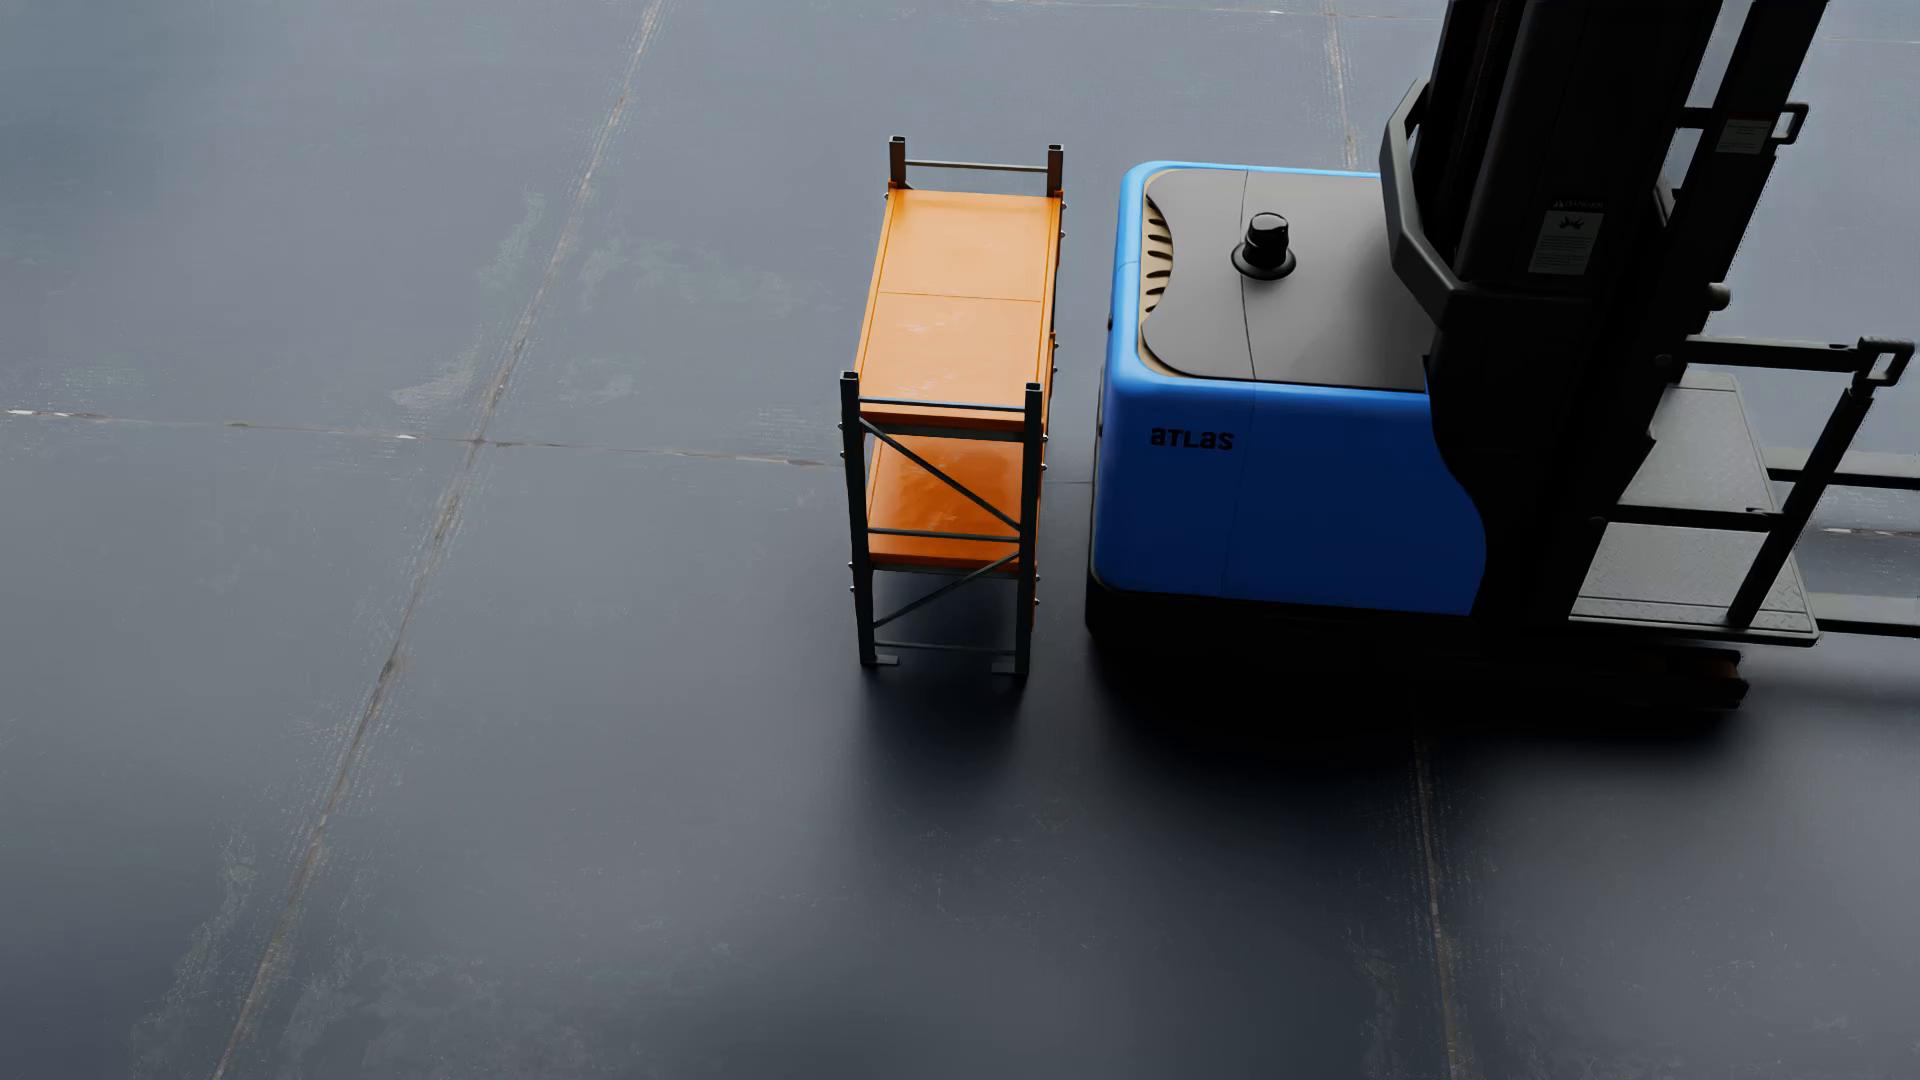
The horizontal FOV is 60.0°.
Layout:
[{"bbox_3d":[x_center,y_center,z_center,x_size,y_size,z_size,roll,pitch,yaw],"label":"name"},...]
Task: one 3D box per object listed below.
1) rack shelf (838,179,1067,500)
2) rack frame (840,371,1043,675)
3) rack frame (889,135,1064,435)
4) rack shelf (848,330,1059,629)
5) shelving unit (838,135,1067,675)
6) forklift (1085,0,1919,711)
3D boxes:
[{"bbox_3d":[0.001,-0.582,4.623,0.538,0.278,1.000,4,48,4],"label":"rack shelf"},{"bbox_3d":[-0.046,-0.011,4.498,0.500,1.125,0.032,4,48,4],"label":"rack frame"},{"bbox_3d":[0.047,-0.758,5.181,0.500,1.125,0.032,4,48,4],"label":"rack frame"},{"bbox_3d":[0.001,-0.220,5.020,0.538,0.278,1.000,4,48,4],"label":"rack shelf"},{"bbox_3d":[0.001,-0.385,4.839,0.538,1.125,1.048,4,48,4],"label":"shelving unit"},{"bbox_3d":[1.920,-0.910,4.096,3.031,2.935,1.130,4,48,4],"label":"forklift"}]
